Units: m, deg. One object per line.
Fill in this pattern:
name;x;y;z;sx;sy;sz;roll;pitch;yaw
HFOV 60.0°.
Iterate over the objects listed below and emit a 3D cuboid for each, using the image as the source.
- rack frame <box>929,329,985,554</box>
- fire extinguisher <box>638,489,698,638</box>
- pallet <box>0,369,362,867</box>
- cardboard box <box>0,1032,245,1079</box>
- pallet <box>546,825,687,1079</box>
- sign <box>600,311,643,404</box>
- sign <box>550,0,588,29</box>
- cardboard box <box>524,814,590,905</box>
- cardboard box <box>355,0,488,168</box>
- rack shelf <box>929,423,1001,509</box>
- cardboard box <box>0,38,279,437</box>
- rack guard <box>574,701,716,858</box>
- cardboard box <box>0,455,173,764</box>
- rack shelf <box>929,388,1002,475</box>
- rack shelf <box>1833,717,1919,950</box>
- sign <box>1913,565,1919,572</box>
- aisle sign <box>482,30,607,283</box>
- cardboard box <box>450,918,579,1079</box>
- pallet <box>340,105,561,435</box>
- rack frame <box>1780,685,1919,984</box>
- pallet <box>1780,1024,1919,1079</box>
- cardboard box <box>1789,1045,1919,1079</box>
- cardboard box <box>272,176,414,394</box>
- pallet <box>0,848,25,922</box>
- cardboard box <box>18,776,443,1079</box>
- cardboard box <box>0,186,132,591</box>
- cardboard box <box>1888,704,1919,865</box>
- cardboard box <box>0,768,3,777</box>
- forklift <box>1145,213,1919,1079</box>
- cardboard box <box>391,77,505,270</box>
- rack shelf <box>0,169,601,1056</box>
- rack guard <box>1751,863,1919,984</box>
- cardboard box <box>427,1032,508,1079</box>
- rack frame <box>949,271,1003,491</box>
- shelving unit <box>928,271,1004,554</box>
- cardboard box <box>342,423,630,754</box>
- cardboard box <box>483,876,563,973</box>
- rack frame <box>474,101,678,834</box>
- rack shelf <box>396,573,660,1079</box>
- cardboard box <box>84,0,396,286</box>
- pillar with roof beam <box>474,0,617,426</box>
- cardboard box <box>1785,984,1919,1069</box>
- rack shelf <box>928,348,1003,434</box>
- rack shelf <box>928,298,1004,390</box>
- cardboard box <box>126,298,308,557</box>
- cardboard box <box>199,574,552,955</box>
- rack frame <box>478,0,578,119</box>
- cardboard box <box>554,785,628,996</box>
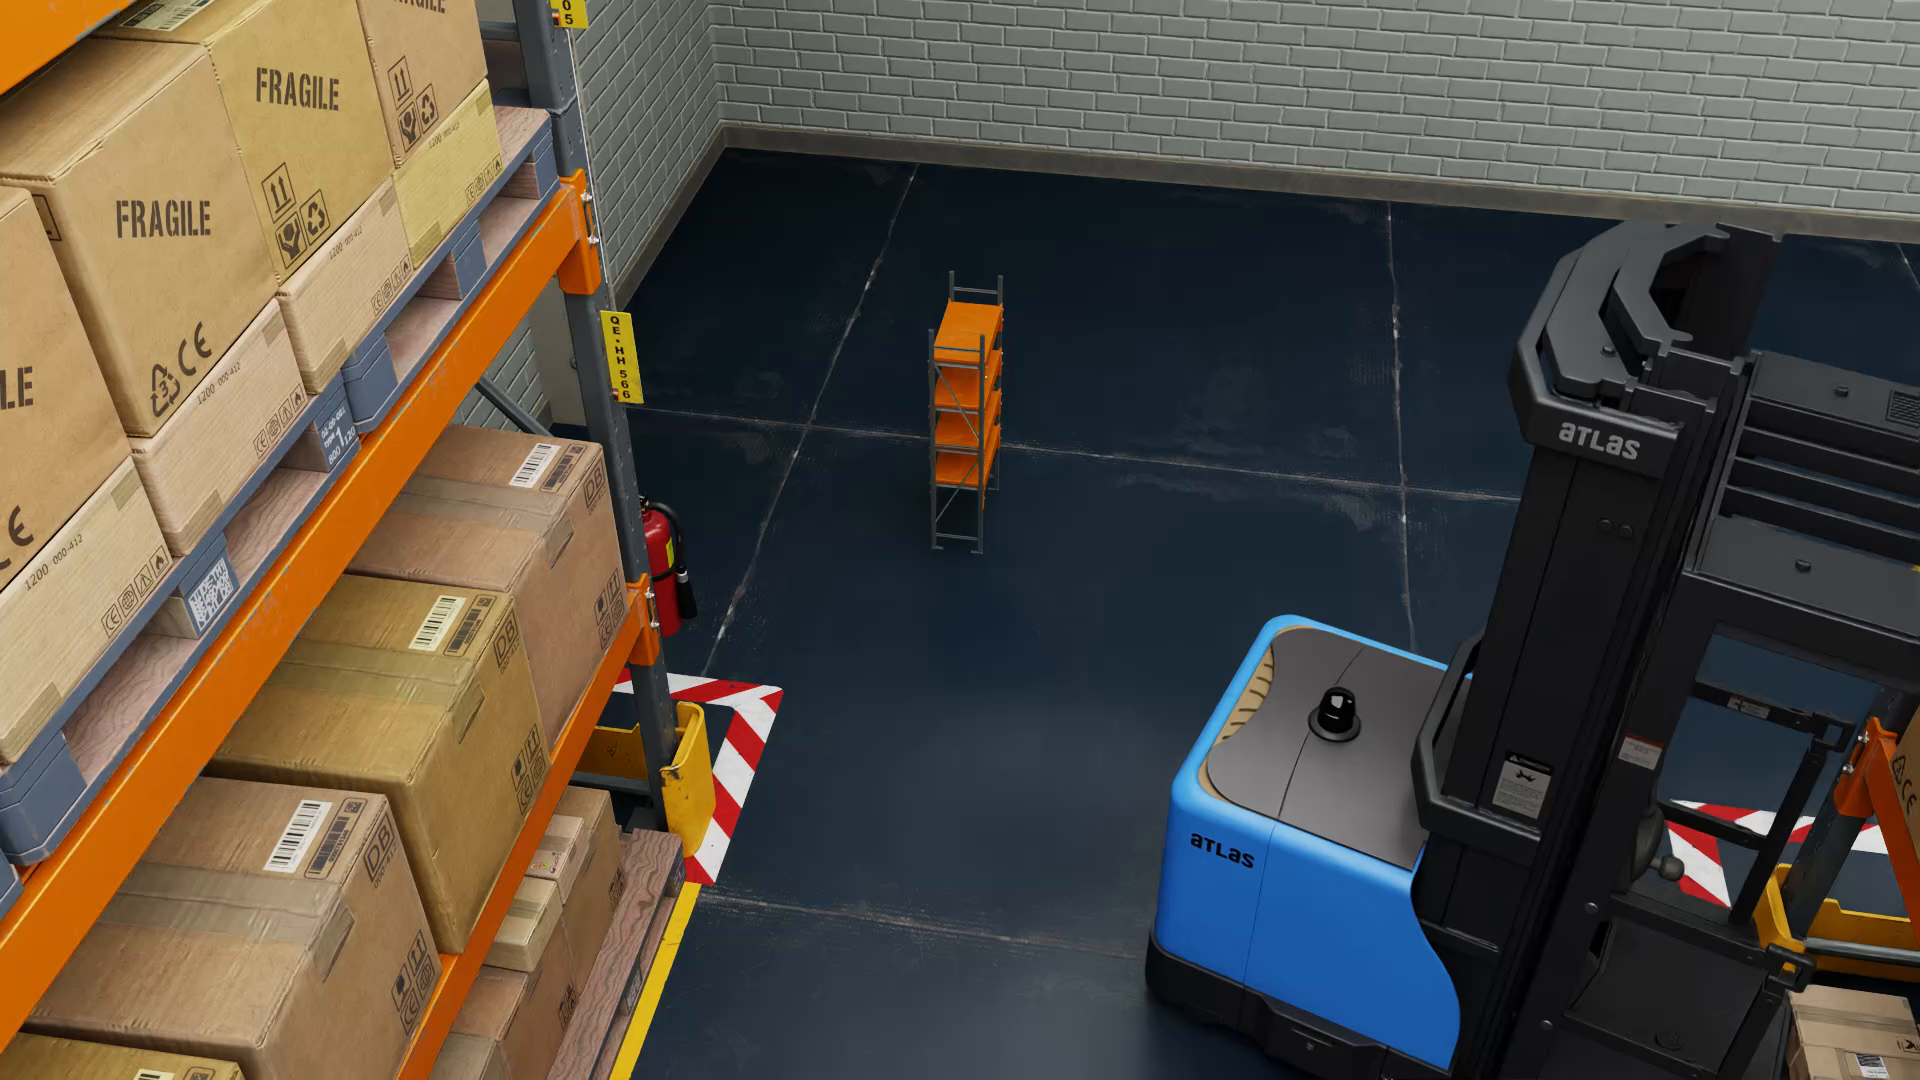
rack frame;-0.014;-0.413;7.405;0.240;1.200;0.015;6;40;8
fire extinguisher;-1.084;0.044;5.793;0.296;0.674;0.183;6;40;8
pallet;-1.892;0.027;3.176;1.003;0.211;1.213;6;40;8
cardboard box;-2.015;1.513;3.428;0.980;0.700;0.700;5;40;7
pallet;-1.626;1.499;5.868;1.003;0.211;1.213;6;40;8
sign;-1.033;-0.555;5.069;0.100;0.325;0.005;6;40;8
sign;-1.033;-1.484;4.301;0.100;0.325;0.005;6;40;8
cardboard box;-1.430;1.017;5.386;0.380;0.149;0.250;6;40;7
cardboard box;-1.423;-1.184;3.692;0.500;0.500;0.500;6;40;8
rack shelf;0.029;-0.361;7.760;0.258;0.148;0.480;6;40;8
cardboard box;-1.602;-0.543;2.917;0.500;0.500;0.500;5;40;6
rack guard;-1.561;0.862;6.411;1.175;0.500;0.348;6;40;8
cardboard box;-1.694;0.080;2.751;0.500;0.250;0.500;5;40;6
rack shelf;0.029;-0.514;7.633;0.258;0.148;0.480;6;40;8
rack shelf;2.969;1.990;3.650;1.077;0.370;4.000;6;40;8
sign;2.780;0.065;4.735;0.100;0.325;0.005;6;40;8
aisle sign;-1.257;-1.100;4.783;0.394;0.787;0.004;6;40;8
cardboard box;-1.674;1.480;5.335;0.700;0.500;0.500;6;40;8
pallet;-1.683;-0.741;4.105;1.003;0.211;1.213;6;40;8
rack frame;3.315;0.458;4.939;1.000;3.000;0.127;6;40;8
pallet;3.164;2.081;5.165;1.003;0.211;1.213;6;40;8
cardboard box;2.860;1.762;5.240;0.380;0.166;0.250;6;40;8
cardboard box;-1.519;-0.569;3.536;0.500;0.250;0.500;5;40;6
pallet;-2.105;0.790;2.252;1.003;0.211;1.213;6;40;8
cardboard box;-1.899;1.055;3.981;0.980;0.700;0.700;5;40;6
cardboard box;-1.695;-0.214;2.518;0.500;0.500;0.500;7;40;8
cardboard box;2.978;0.669;4.605;0.500;0.500;0.500;7;40;9
cardboard box;-1.776;0.403;2.361;0.500;0.250;0.500;6;40;7
forklift;2.198;0.654;4.755;3.031;2.935;1.130;19;43;21
cardboard box;-1.430;-0.896;3.932;0.500;0.250;0.500;8;40;9
rack shelf;-1.911;0.290;3.352;1.077;0.370;4.000;6;40;8
rack guard;3.301;1.469;5.678;1.175;0.500;0.348;6;40;8
cardboard box;-1.760;1.796;4.953;0.700;0.500;0.500;5;40;6
rack frame;0.071;-0.719;7.775;0.240;1.200;0.015;6;40;8
shelving unit;0.029;-0.566;7.590;0.258;1.200;0.503;6;40;8
cardboard box;-1.643;0.120;5.113;0.980;0.700;0.700;8;40;10
cardboard box;-1.474;1.177;5.192;0.380;0.149;0.250;7;40;9
rack frame;-1.565;-0.086;5.597;1.000;3.000;0.127;6;40;8
rack shelf;-1.911;1.447;4.308;1.077;0.370;4.000;6;40;8
cardboard box;-1.520;-0.871;3.314;0.500;0.500;0.500;8;40;9
pillar with roof beam;2.290;-3.713;5.276;9.100;9.000;0.400;6;40;8
cardboard box;2.904;1.612;5.435;0.380;0.149;0.250;6;40;8
rack shelf;0.029;-0.687;7.491;0.258;0.148;0.480;6;40;8
rack shelf;0.029;-0.869;7.340;0.258;0.148;0.480;6;40;8
cardboard box;-1.604;-0.242;3.141;0.500;0.250;0.500;5;40;6
cardboard box;-1.758;0.578;4.559;0.980;0.700;0.700;6;40;7
rack frame;-1.565;-2.398;3.685;1.000;3.000;0.127;6;40;8
cardboard box;-1.588;1.166;5.715;0.700;0.500;0.500;6;40;8
